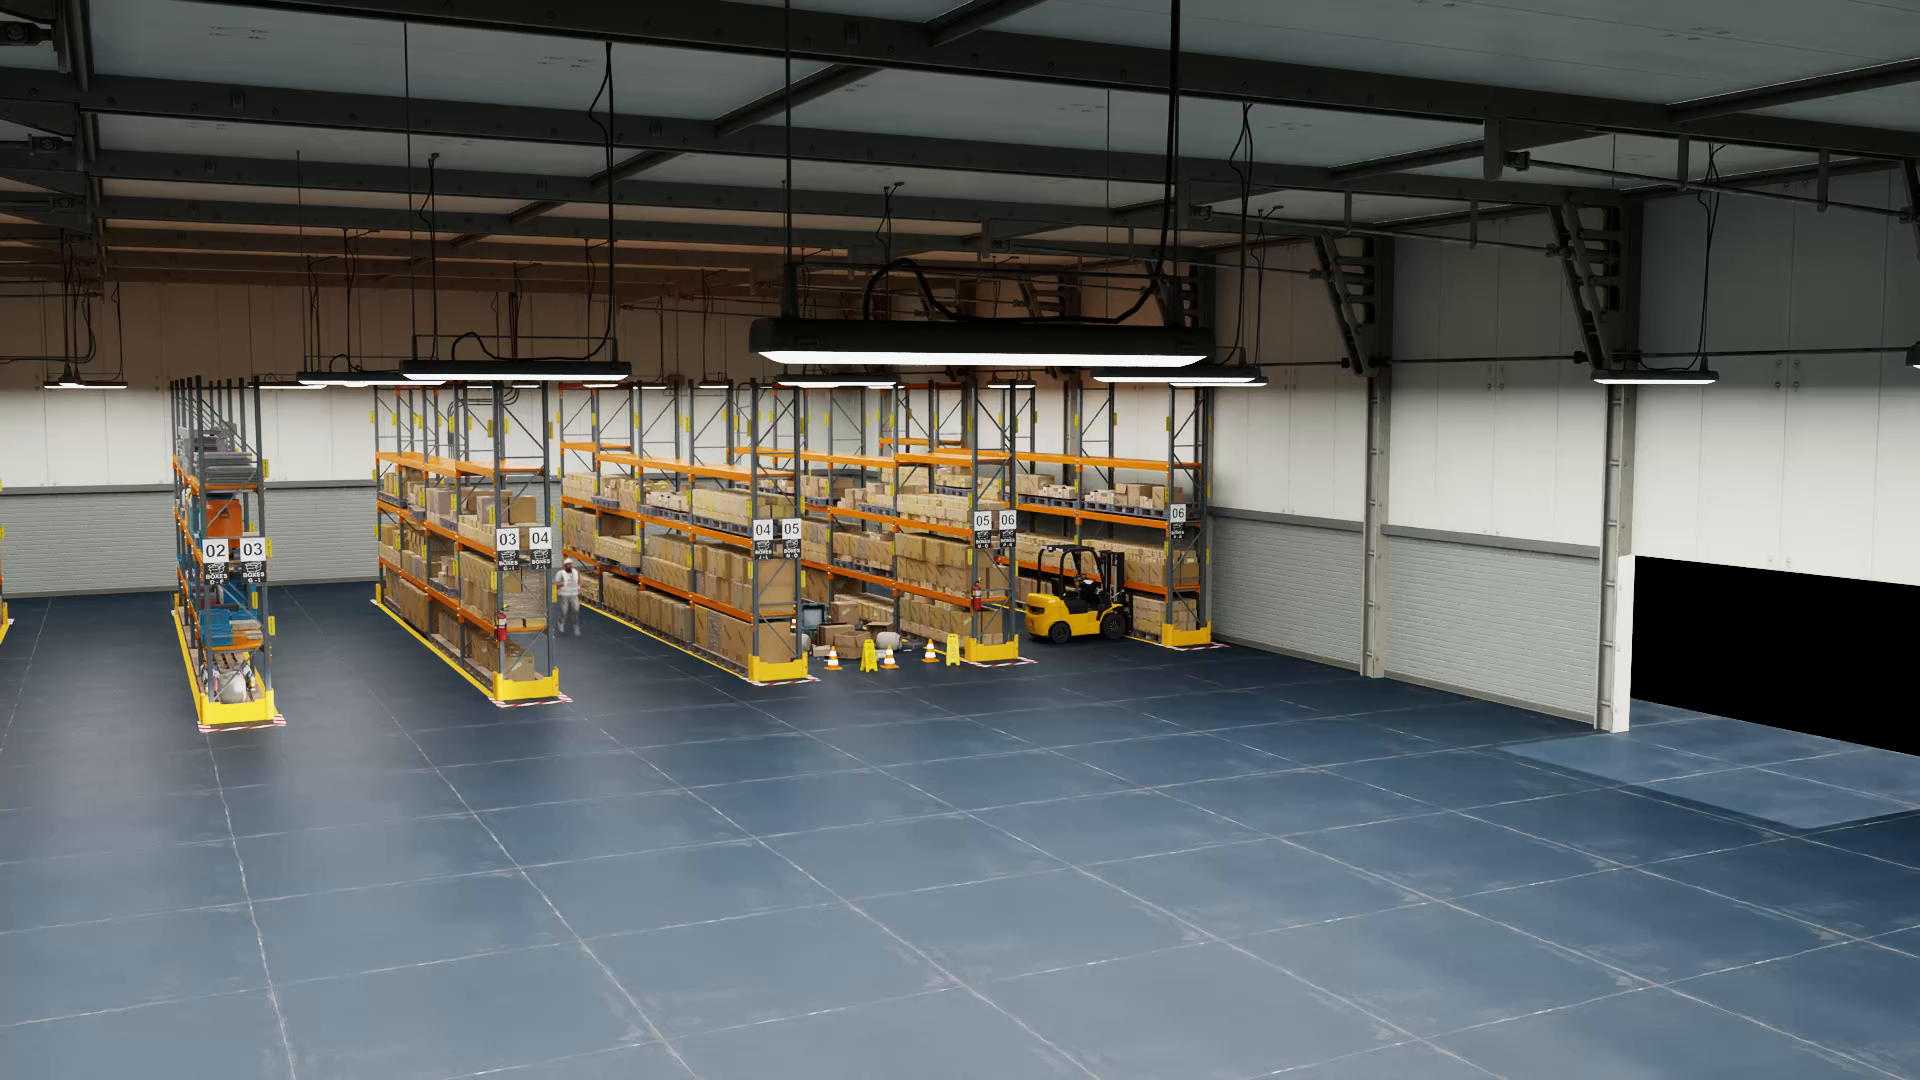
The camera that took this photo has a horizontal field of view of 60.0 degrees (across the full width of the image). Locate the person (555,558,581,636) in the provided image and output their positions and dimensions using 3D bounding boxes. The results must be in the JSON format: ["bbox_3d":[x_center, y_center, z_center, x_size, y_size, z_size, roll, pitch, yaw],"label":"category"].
[{"bbox_3d":[-9.230,1.327,39.163,0.697,1.813,0.906,-4,6,-35],"label":"person"}]

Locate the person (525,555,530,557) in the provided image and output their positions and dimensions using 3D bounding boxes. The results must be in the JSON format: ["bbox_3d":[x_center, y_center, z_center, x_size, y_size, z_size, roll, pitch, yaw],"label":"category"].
[{"bbox_3d":[-11.969,0.793,45.786,0.704,1.817,0.925,-2,5,-21],"label":"person"}]
